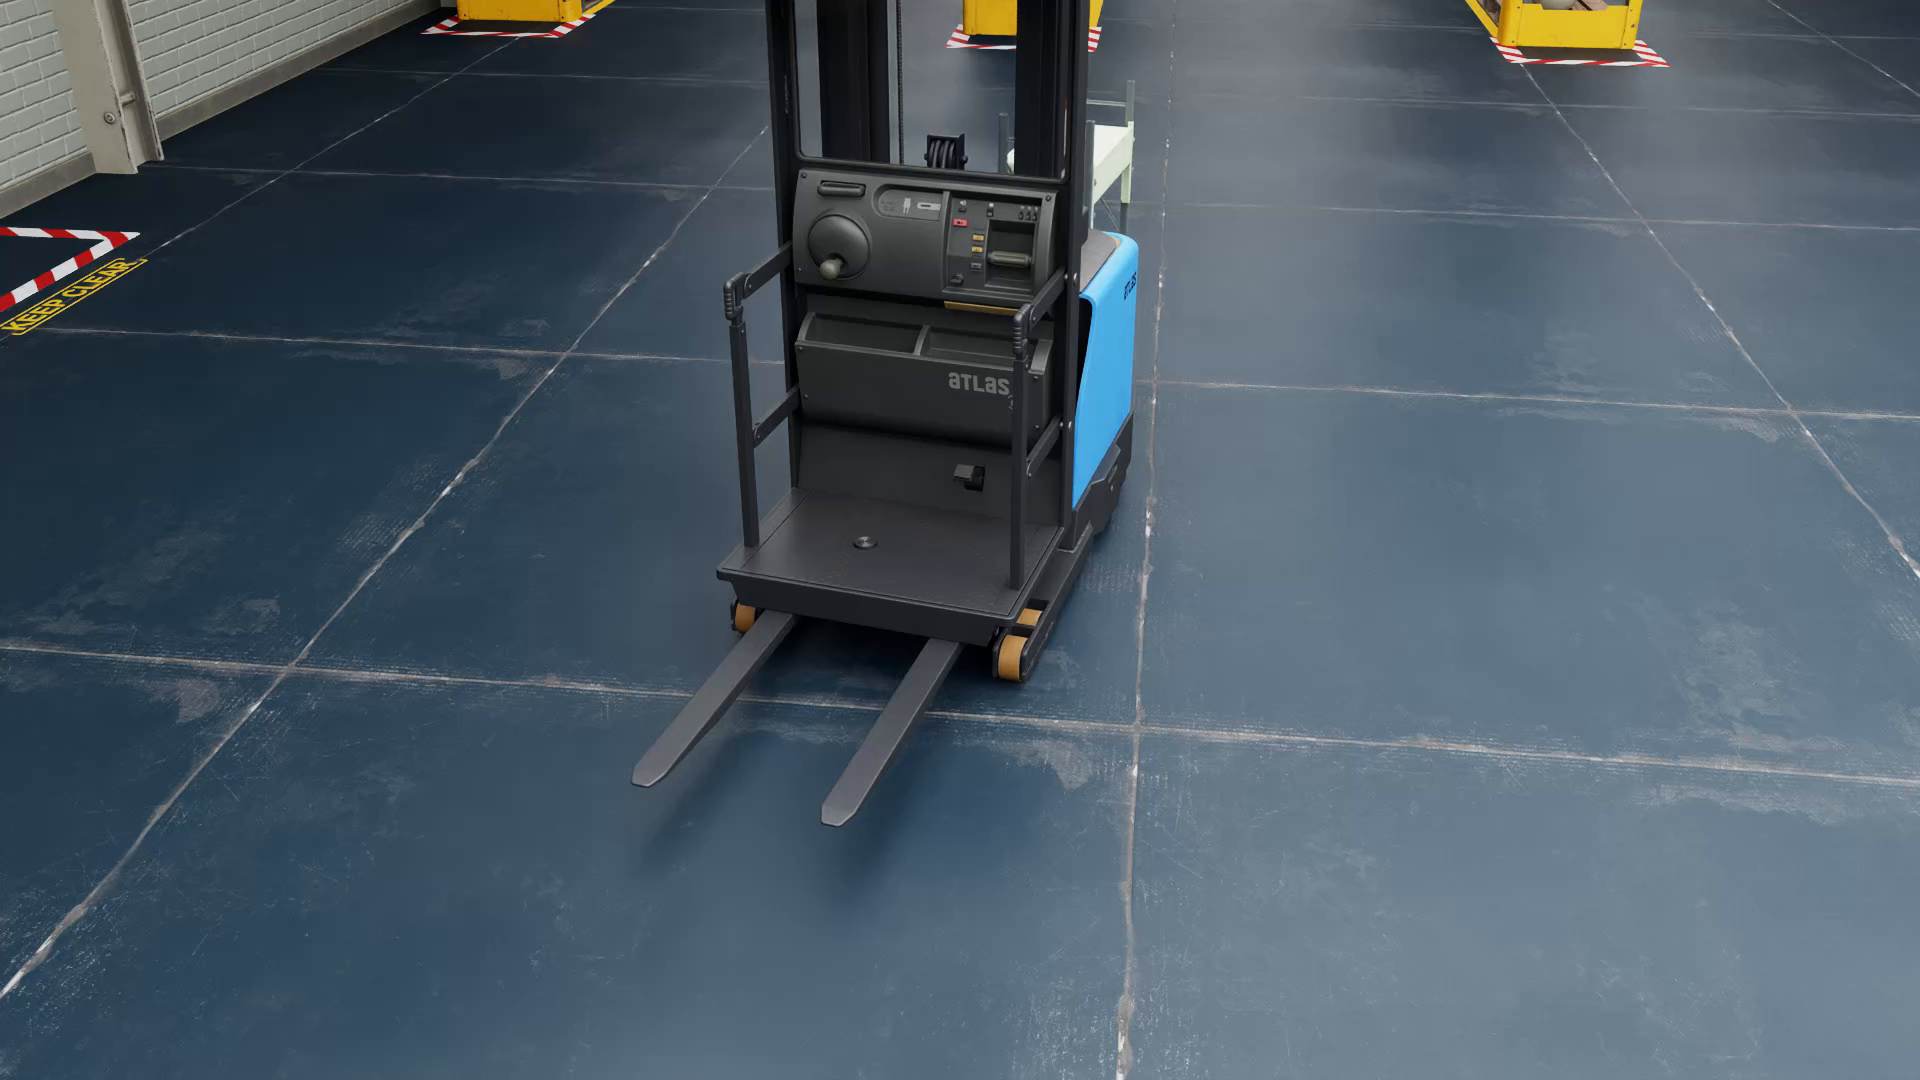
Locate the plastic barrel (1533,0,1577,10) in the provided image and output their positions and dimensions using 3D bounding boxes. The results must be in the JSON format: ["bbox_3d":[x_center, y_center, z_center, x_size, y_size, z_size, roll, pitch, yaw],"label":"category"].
[{"bbox_3d":[5.546,-5.207,15.433,0.421,0.512,0.421,0,28,0],"label":"plastic barrel"}]

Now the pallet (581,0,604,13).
[{"bbox_3d":[-4.148,-5.568,16.862,1.003,0.211,1.213,3,28,6],"label":"pallet"}]

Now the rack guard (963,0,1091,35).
[{"bbox_3d":[0.622,-4.981,15.469,1.175,0.500,0.348,3,28,6],"label":"rack guard"}]

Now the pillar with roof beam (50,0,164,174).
[{"bbox_3d":[-1.527,-6.326,9.004,9.100,9.000,0.400,3,28,6],"label":"pillar with roof beam"}]

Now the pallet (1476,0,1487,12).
[{"bbox_3d":[5.760,-5.569,16.865,1.003,0.211,1.213,3,28,6],"label":"pallet"}]

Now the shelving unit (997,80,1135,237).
[{"bbox_3d":[0.469,-1.230,7.452,0.431,1.500,0.755,9,30,16],"label":"shelving unit"}]

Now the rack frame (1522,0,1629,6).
[{"bbox_3d":[5.541,-5.803,14.360,1.000,3.000,0.127,3,28,6],"label":"rack frame"}]

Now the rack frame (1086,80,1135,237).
[{"bbox_3d":[0.582,-1.395,7.758,0.400,1.500,0.023,9,30,16],"label":"rack frame"}]

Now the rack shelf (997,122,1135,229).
[{"bbox_3d":[0.469,-1.574,7.267,0.431,0.370,0.720,9,30,16],"label":"rack shelf"}]

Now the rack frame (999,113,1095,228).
[{"bbox_3d":[0.355,-1.065,7.145,0.400,1.500,0.023,9,30,16],"label":"rack frame"}]

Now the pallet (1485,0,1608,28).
[{"bbox_3d":[5.608,-4.996,15.802,1.003,0.211,1.213,3,28,6],"label":"pallet"}]

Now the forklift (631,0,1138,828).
[{"bbox_3d":[-0.195,-1.006,5.527,1.130,2.935,3.031,9,30,16],"label":"forklift"}]

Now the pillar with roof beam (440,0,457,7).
[{"bbox_3d":[-0.792,-9.150,14.246,9.100,9.000,0.400,3,28,6],"label":"pillar with roof beam"}]

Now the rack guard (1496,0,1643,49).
[{"bbox_3d":[5.503,-4.741,15.024,1.175,0.500,0.348,3,28,6],"label":"rack guard"}]

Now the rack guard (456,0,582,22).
[{"bbox_3d":[-4.282,-5.314,16.087,1.175,0.500,0.348,3,28,6],"label":"rack guard"}]
